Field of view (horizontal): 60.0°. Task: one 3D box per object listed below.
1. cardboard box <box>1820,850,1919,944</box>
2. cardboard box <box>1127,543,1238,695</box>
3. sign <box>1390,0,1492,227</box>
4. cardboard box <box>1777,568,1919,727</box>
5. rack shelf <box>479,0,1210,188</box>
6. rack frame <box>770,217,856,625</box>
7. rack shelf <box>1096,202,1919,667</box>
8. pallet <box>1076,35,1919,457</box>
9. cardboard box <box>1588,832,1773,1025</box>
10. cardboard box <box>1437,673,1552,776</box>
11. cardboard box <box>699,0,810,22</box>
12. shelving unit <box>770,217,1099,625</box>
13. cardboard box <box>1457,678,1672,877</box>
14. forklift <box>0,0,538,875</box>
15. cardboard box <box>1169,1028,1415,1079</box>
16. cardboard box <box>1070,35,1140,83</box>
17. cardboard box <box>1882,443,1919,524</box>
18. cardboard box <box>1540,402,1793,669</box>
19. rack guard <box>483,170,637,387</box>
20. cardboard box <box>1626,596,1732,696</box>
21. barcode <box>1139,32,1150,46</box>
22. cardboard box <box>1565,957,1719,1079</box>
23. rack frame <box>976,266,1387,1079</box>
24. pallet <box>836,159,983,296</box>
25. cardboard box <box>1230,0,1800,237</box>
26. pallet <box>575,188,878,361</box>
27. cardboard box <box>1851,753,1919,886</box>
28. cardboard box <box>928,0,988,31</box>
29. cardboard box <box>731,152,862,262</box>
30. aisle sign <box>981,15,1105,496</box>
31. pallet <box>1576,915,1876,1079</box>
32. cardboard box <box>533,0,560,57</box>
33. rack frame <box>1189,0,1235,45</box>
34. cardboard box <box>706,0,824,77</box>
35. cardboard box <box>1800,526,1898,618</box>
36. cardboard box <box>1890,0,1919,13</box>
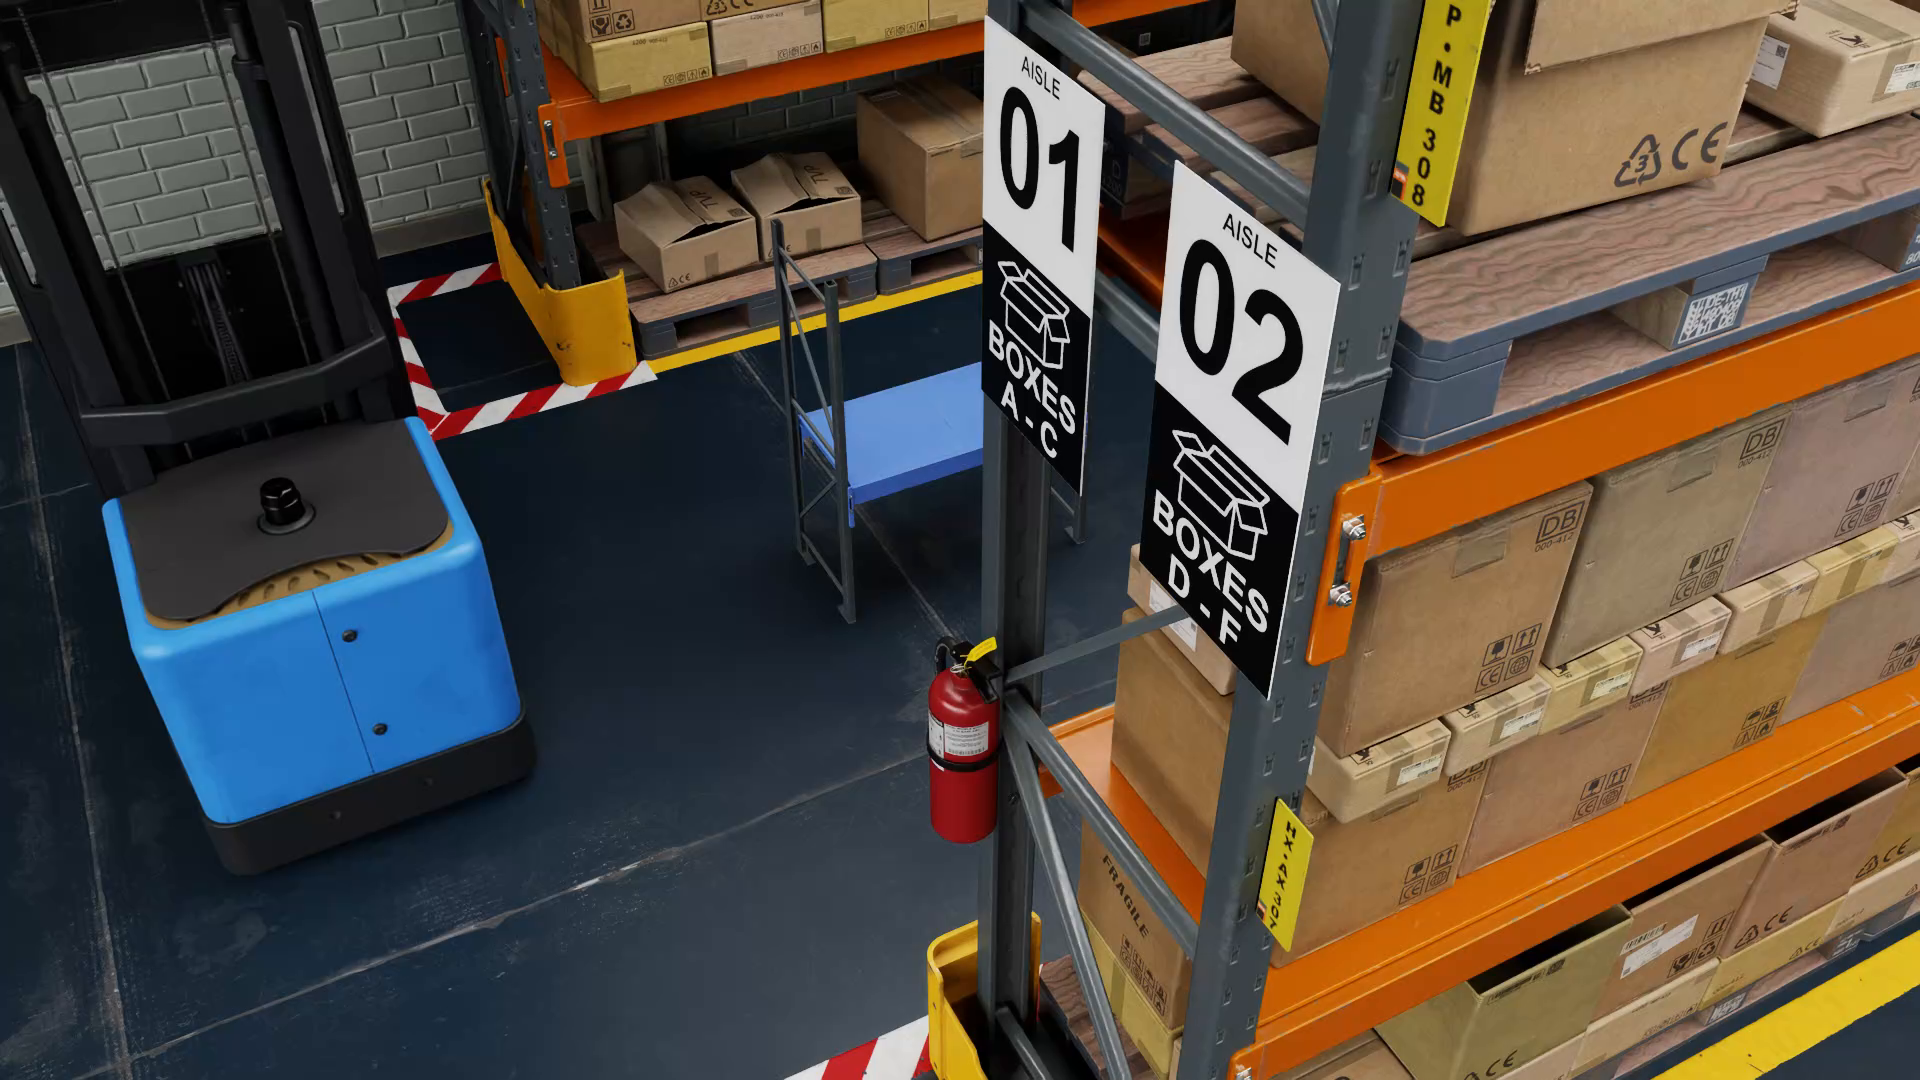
[{"bbox_3d":[2.682,0.906,5.162,0.500,0.250,0.500,-19,44,-21],"label":"cardboard box"},{"bbox_3d":[0.580,0.136,3.688,0.250,0.149,0.380,-19,44,-21],"label":"cardboard box"},{"bbox_3d":[0.581,-0.544,2.011,0.005,0.325,0.100,-19,44,-21],"label":"sign"},{"bbox_3d":[2.121,0.012,4.337,0.500,0.500,0.700,-17,43,-19],"label":"cardboard box"},{"bbox_3d":[-0.188,-2.514,7.956,4.000,0.370,1.077,-19,44,-21],"label":"rack shelf"},{"bbox_3d":[-0.527,-0.395,6.056,0.032,1.500,0.500,-19,44,-21],"label":"rack frame"},{"bbox_3d":[2.103,-0.822,3.634,4.000,0.370,1.077,-19,44,-21],"label":"rack shelf"},{"bbox_3d":[0.969,-0.662,2.957,1.213,0.211,1.003,-19,44,-21],"label":"pallet"},{"bbox_3d":[1.788,0.909,4.577,0.500,0.500,0.500,-19,44,-21],"label":"cardboard box"},{"bbox_3d":[1.010,0.286,3.512,0.250,0.149,0.380,-20,44,-22],"label":"cardboard box"},{"bbox_3d":[-0.957,-2.541,6.950,0.500,0.500,0.500,-18,44,-21],"label":"cardboard box"},{"bbox_3d":[-0.076,-0.547,6.235,1.048,1.500,0.538,-19,44,-21],"label":"shelving unit"},{"bbox_3d":[1.213,0.316,3.978,0.500,0.500,0.700,-17,43,-20],"label":"cardboard box"},{"bbox_3d":[-2.596,-0.980,5.640,1.130,2.935,3.031,-19,44,-21],"label":"forklift"},{"bbox_3d":[0.908,1.502,4.457,0.500,0.250,0.500,-19,44,-21],"label":"cardboard box"},{"bbox_3d":[0.684,-2.267,8.701,0.500,0.500,0.500,-22,45,-24],"label":"cardboard box"},{"bbox_3d":[2.151,-0.496,3.933,0.500,0.500,0.700,-19,44,-21],"label":"cardboard box"},{"bbox_3d":[1.260,-0.196,3.578,0.500,0.500,0.700,-20,44,-22],"label":"cardboard box"},{"bbox_3d":[-1.895,-1.261,7.852,0.348,0.500,1.175,-19,44,-21],"label":"rack guard"},{"bbox_3d":[1.457,0.138,3.686,0.250,0.149,0.380,-19,44,-21],"label":"cardboard box"},{"bbox_3d":[0.996,-2.698,8.962,0.075,0.075,0.001,-19,44,-21],"label":"barcode"},{"bbox_3d":[1.793,1.202,4.812,0.500,0.250,0.500,-19,44,-21],"label":"cardboard box"},{"bbox_3d":[0.330,0.645,3.666,0.127,3.000,1.000,-19,44,-21],"label":"rack frame"},{"bbox_3d":[-0.077,-1.734,8.635,1.213,0.211,1.003,-19,44,-21],"label":"pallet"},{"bbox_3d":[0.841,-0.922,2.682,0.637,0.503,0.797,-16,43,-18],"label":"cardboard box"},{"bbox_3d":[-1.158,-1.373,8.208,1.213,0.211,1.003,-19,44,-21],"label":"pallet"},{"bbox_3d":[2.676,0.612,4.928,0.500,0.500,0.500,-19,44,-21],"label":"cardboard box"},{"bbox_3d":[-0.025,-2.568,7.562,0.500,0.250,0.500,-18,44,-20],"label":"cardboard box"},{"bbox_3d":[-0.801,-1.659,8.129,0.500,0.311,0.500,-15,43,-17],"label":"cardboard box"},{"bbox_3d":[0.136,-0.496,3.002,0.004,0.787,0.394,-19,44,-21],"label":"aisle sign"},{"bbox_3d":[2.069,1.096,5.292,1.213,0.211,1.003,-19,44,-21],"label":"pallet"},{"bbox_3d":[-1.637,-2.393,7.356,0.500,0.250,0.500,-18,43,-20],"label":"cardboard box"},{"bbox_3d":[1.586,-3.386,8.428,0.127,3.000,1.000,-19,44,-21],"label":"rack frame"},{"bbox_3d":[-0.929,-2.269,7.210,0.500,0.250,0.500,-20,44,-22],"label":"cardboard box"},{"bbox_3d":[1.918,-0.020,3.872,0.250,0.149,0.380,-19,44,-21],"label":"cardboard box"},{"bbox_3d":[1.929,-1.090,2.884,0.500,0.500,0.500,-19,44,-21],"label":"cardboard box"}]
